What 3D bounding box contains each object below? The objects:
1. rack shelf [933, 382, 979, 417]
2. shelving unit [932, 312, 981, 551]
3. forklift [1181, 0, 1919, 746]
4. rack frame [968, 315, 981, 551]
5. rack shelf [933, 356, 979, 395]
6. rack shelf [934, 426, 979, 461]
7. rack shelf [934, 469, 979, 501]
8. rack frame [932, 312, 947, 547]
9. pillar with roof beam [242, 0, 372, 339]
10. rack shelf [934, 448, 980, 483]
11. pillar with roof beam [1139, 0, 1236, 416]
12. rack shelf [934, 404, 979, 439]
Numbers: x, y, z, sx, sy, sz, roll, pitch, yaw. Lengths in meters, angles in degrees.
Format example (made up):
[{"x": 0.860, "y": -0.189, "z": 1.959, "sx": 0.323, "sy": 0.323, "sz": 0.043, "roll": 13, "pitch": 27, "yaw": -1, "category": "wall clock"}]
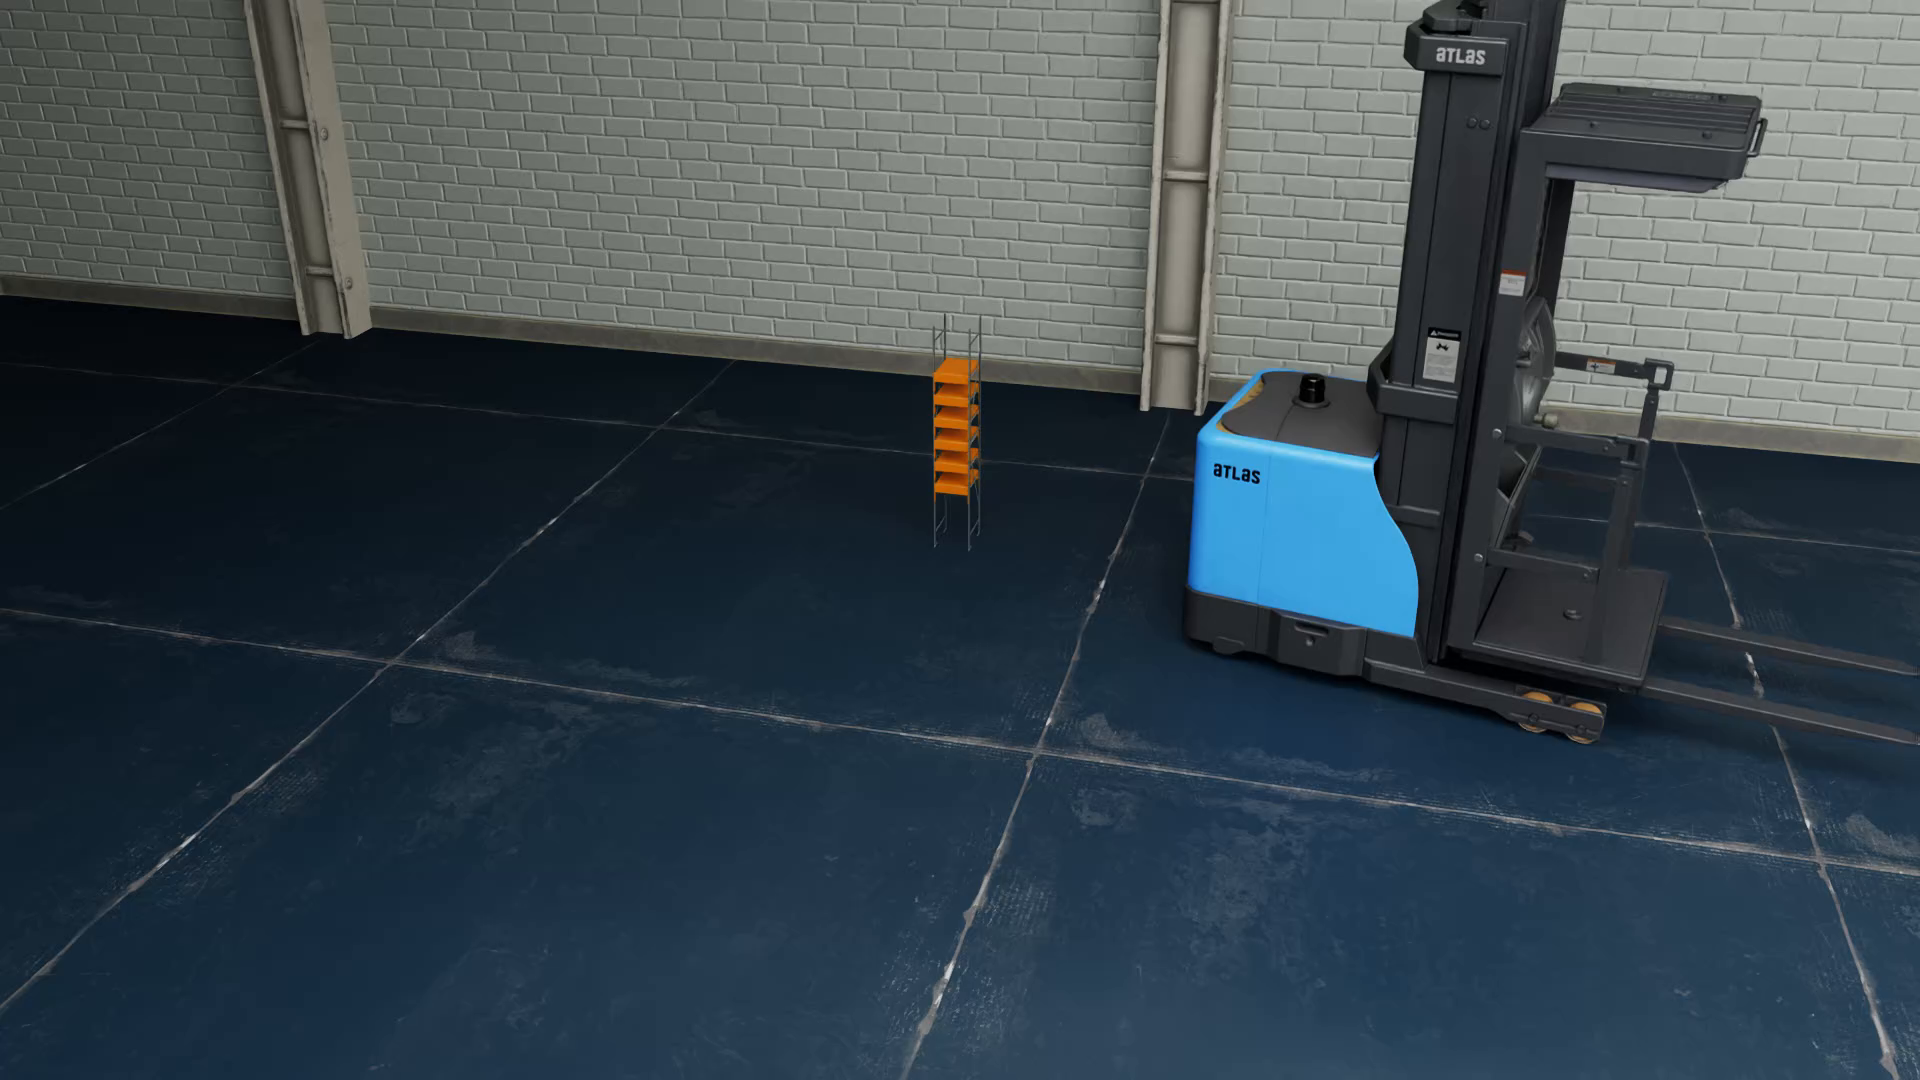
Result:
[{"x": -0.014, "y": -0.720, "z": 8.411, "sx": 0.180, "sy": 0.103, "sz": 0.258, "roll": 6, "pitch": 26, "yaw": 13, "category": "rack shelf"}, {"x": -0.014, "y": -0.543, "z": 8.495, "sx": 0.189, "sy": 1.200, "sz": 0.258, "roll": 6, "pitch": 26, "yaw": 13, "category": "shelving unit"}, {"x": 2.580, "y": -0.734, "z": 6.881, "sx": 3.031, "sy": 2.935, "sz": 1.130, "roll": 12, "pitch": 28, "yaw": 24, "category": "forklift"}, {"x": 0.075, "y": -0.533, "z": 8.475, "sx": 0.006, "sy": 1.200, "sz": 0.240, "roll": 6, "pitch": 26, "yaw": 13, "category": "rack frame"}, {"x": -0.014, "y": -0.828, "z": 8.360, "sx": 0.180, "sy": 0.103, "sz": 0.258, "roll": 6, "pitch": 26, "yaw": 13, "category": "rack shelf"}, {"x": -0.014, "y": -0.503, "z": 8.514, "sx": 0.180, "sy": 0.103, "sz": 0.258, "roll": 6, "pitch": 26, "yaw": 13, "category": "rack shelf"}, {"x": -0.014, "y": -0.286, "z": 8.618, "sx": 0.180, "sy": 0.103, "sz": 0.258, "roll": 6, "pitch": 26, "yaw": 13, "category": "rack shelf"}, {"x": -0.103, "y": -0.553, "z": 8.516, "sx": 0.006, "sy": 1.200, "sz": 0.240, "roll": 6, "pitch": 26, "yaw": 13, "category": "rack frame"}, {"x": -5.524, "y": -3.773, "z": 6.207, "sx": 0.400, "sy": 9.000, "sz": 9.100, "roll": 6, "pitch": 26, "yaw": 13, "category": "pillar with roof beam"}, {"x": -0.014, "y": -0.395, "z": 8.566, "sx": 0.180, "sy": 0.103, "sz": 0.258, "roll": 6, "pitch": 26, "yaw": 13, "category": "rack shelf"}, {"x": 0.287, "y": -3.131, "z": 4.857, "sx": 0.400, "sy": 9.000, "sz": 9.100, "roll": 6, "pitch": 26, "yaw": 13, "category": "pillar with roof beam"}, {"x": -0.014, "y": -0.612, "z": 8.463, "sx": 0.180, "sy": 0.103, "sz": 0.258, "roll": 6, "pitch": 26, "yaw": 13, "category": "rack shelf"}]
